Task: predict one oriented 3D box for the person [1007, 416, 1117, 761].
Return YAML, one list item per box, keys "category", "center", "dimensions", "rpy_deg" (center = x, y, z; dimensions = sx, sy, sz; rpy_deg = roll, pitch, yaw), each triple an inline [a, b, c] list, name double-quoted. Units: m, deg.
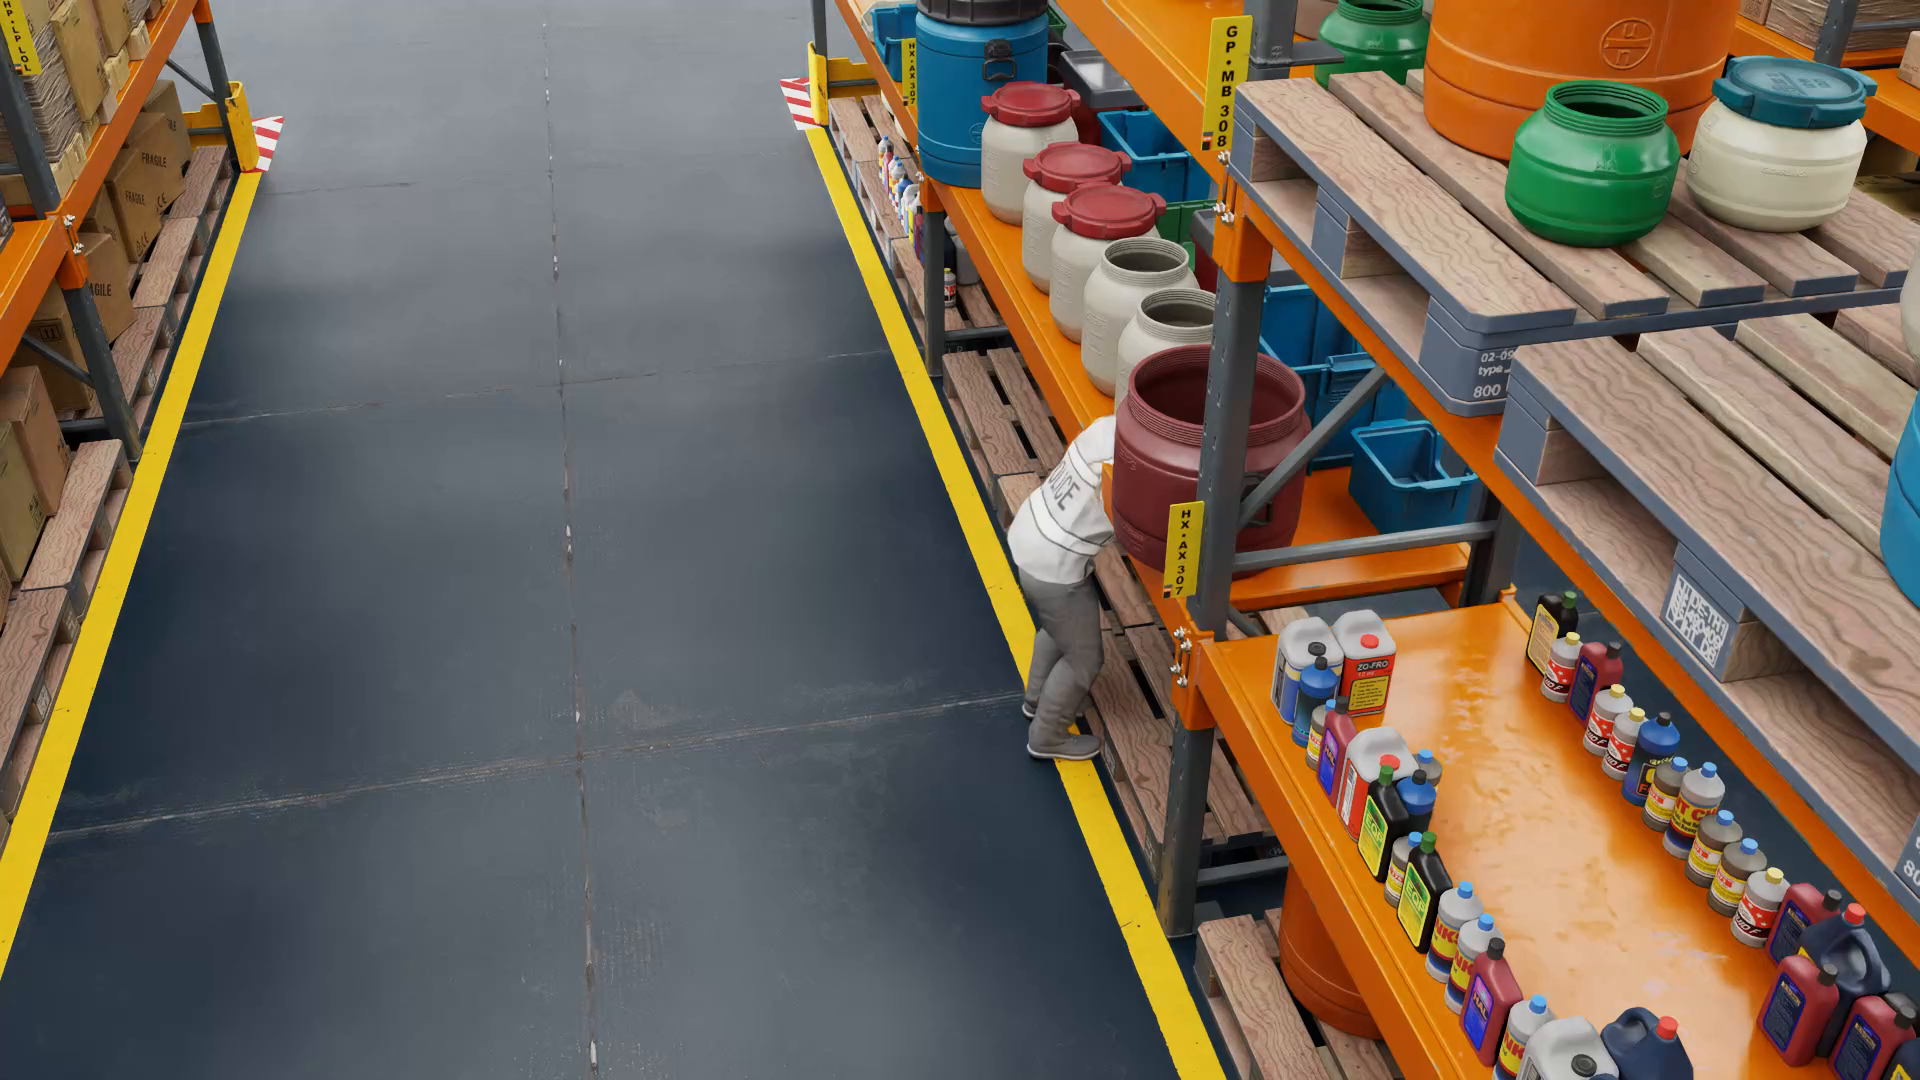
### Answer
- category: "person"
  center: [0.524, 0.103, 6.104]
  dimensions: [0.698, 1.547, 0.412]
  rpy_deg: [-5, 35, -7]
